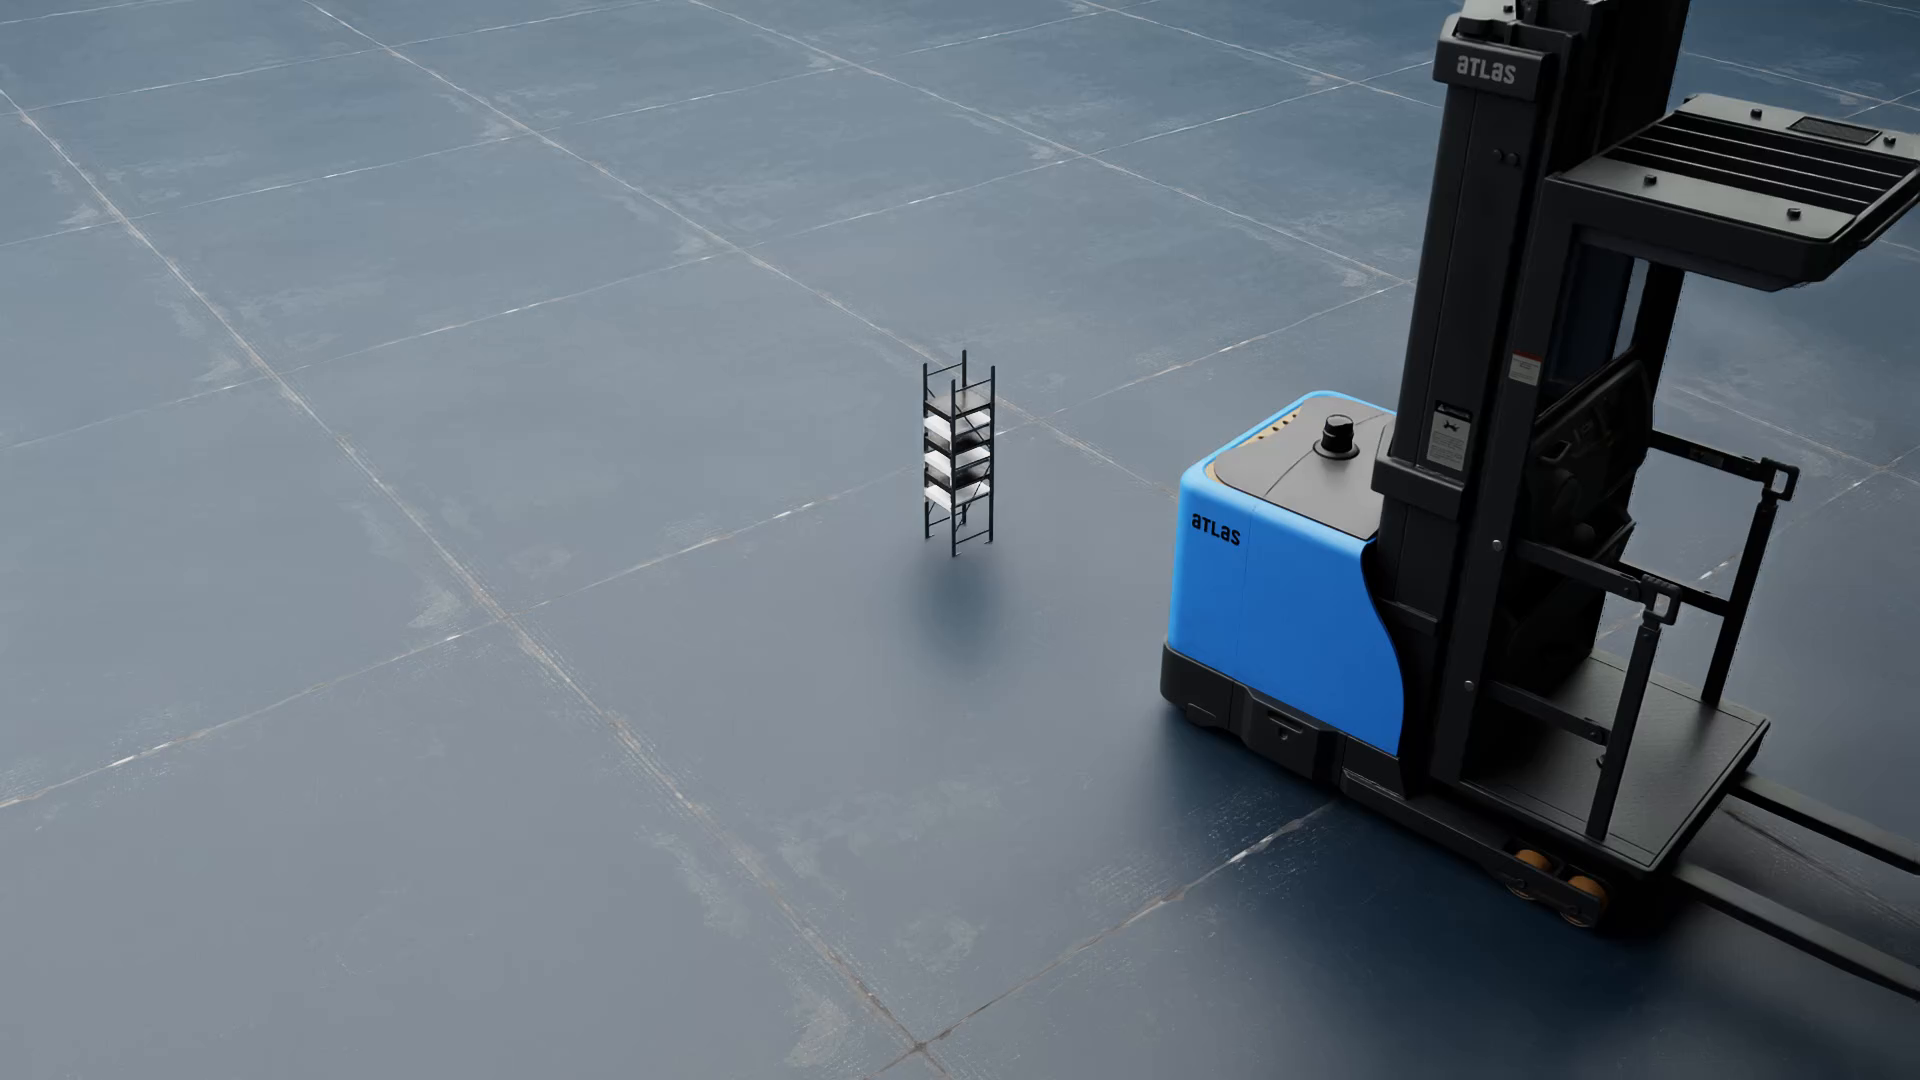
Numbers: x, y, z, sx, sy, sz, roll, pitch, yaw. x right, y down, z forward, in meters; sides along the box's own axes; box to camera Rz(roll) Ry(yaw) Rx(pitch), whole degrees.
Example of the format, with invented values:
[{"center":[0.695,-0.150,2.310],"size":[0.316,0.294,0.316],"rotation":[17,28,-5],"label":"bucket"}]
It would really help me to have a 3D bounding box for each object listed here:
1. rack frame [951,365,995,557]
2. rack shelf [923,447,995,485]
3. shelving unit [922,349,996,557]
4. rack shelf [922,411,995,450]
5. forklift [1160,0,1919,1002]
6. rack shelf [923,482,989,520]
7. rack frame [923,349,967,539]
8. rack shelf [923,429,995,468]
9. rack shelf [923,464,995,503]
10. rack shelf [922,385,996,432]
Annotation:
[{"center":[0.057,-0.343,7.450],"size":[0.240,0.900,0.006],"rotation":[-22,38,-31],"label":"rack frame"},{"center":[-0.005,-0.357,7.536],"size":[0.258,0.077,0.200],"rotation":[-22,38,-31],"label":"rack shelf"},{"center":[-0.005,-0.386,7.518],"size":[0.258,0.900,0.210],"rotation":[-22,38,-31],"label":"shelving unit"},{"center":[-0.005,-0.510,7.441],"size":[0.258,0.077,0.200],"rotation":[-22,38,-31],"label":"rack shelf"},{"center":[2.232,-0.250,5.374],"size":[3.031,2.935,1.130],"rotation":[25,40,35],"label":"forklift"},{"center":[-0.005,-0.204,7.631],"size":[0.258,0.077,0.200],"rotation":[-22,38,-31],"label":"rack shelf"},{"center":[-0.067,-0.428,7.586],"size":[0.240,0.900,0.006],"rotation":[-22,38,-31],"label":"rack frame"},{"center":[-0.005,-0.434,7.488],"size":[0.258,0.077,0.200],"rotation":[-22,38,-31],"label":"rack shelf"},{"center":[-0.005,-0.281,7.583],"size":[0.258,0.077,0.200],"rotation":[-22,38,-31],"label":"rack shelf"},{"center":[-0.005,-0.587,7.393],"size":[0.258,0.077,0.200],"rotation":[-22,38,-31],"label":"rack shelf"}]
